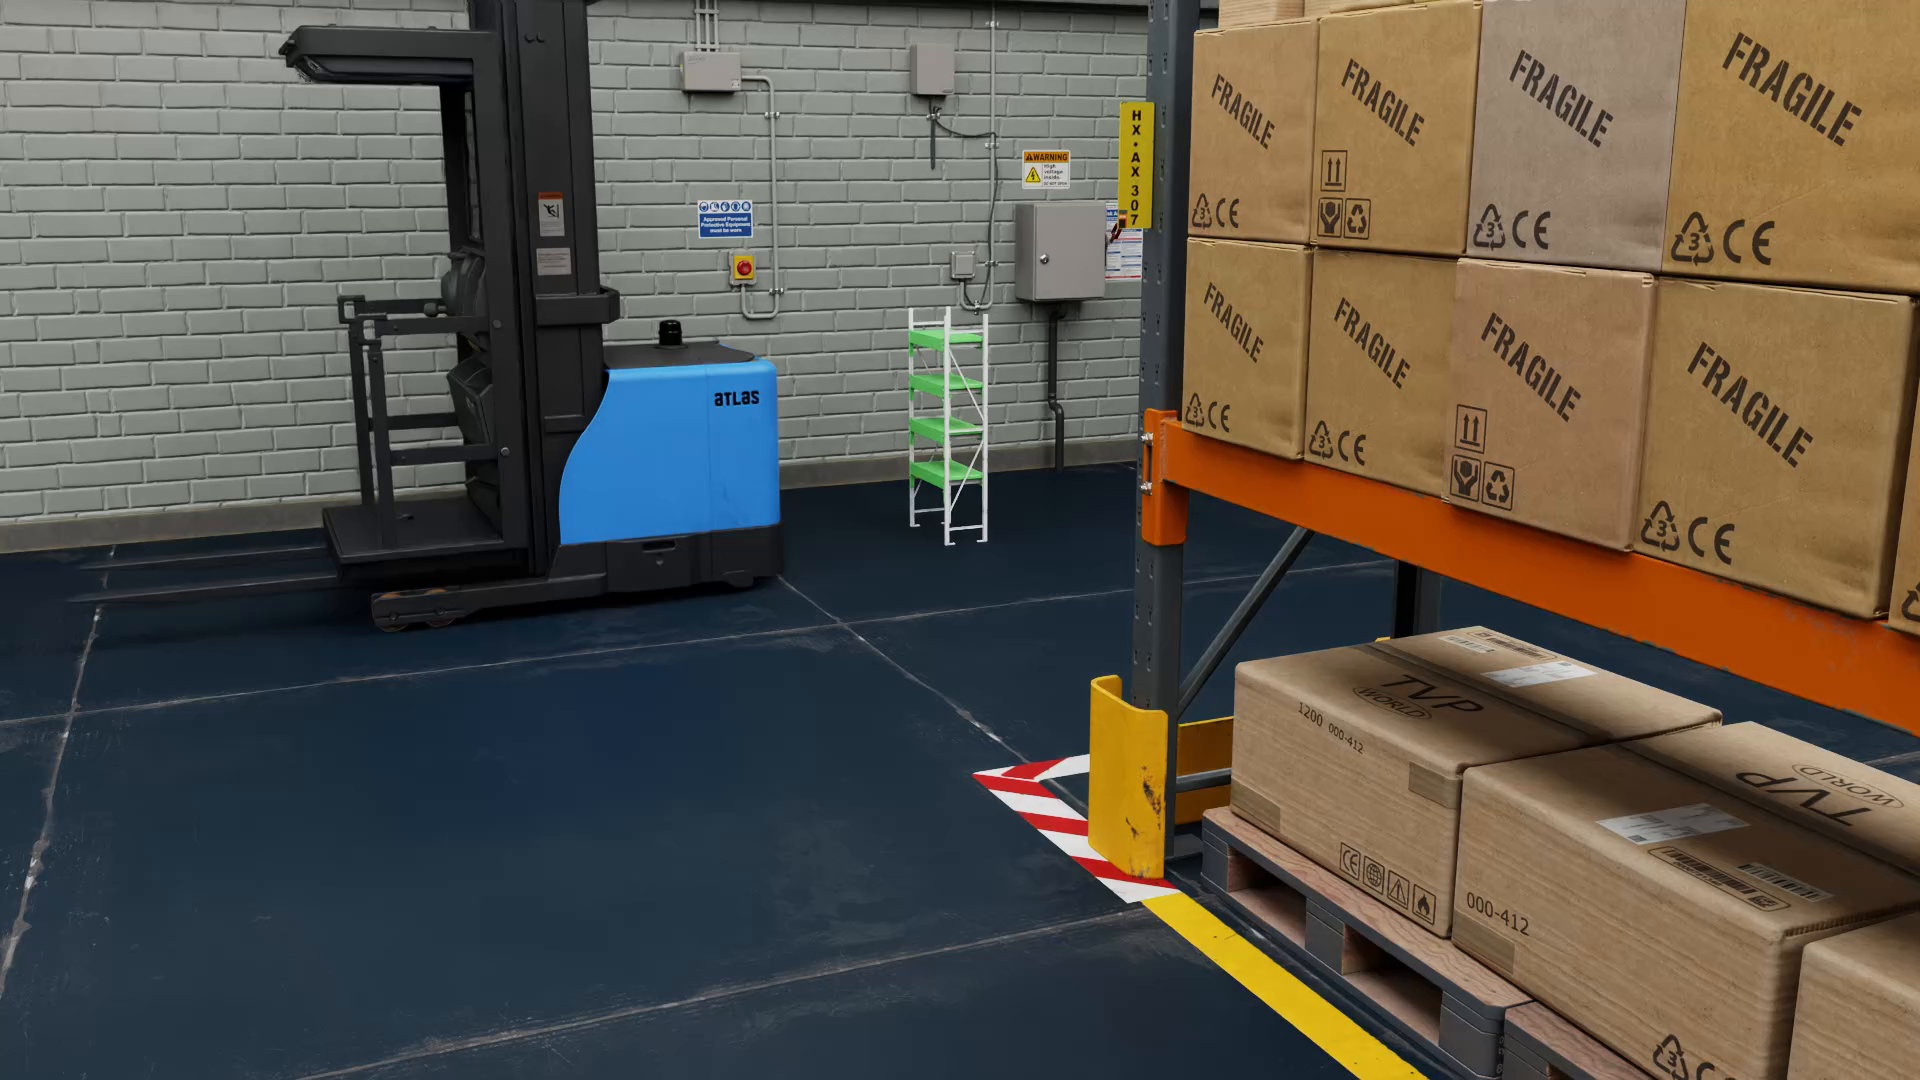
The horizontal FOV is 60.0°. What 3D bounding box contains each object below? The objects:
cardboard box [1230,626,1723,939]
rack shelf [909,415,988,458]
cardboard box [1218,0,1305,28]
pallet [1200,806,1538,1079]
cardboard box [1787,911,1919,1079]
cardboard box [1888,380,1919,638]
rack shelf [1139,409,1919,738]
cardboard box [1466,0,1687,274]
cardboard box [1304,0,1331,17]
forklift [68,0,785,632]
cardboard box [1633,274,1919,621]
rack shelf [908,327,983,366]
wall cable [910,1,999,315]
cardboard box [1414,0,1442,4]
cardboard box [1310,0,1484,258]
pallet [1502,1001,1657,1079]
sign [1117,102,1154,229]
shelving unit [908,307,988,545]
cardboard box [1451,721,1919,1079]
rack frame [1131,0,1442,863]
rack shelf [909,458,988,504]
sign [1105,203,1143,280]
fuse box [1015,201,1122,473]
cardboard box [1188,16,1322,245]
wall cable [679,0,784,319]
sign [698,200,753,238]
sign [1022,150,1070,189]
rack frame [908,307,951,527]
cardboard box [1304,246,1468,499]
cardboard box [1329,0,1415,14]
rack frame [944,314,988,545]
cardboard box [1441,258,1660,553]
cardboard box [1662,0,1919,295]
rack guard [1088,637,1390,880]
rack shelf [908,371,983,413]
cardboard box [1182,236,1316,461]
[{"bbox_3d":[1.331,0.594,4.403,0.875,0.438,0.875,-6,14,-25],"label":"cardboard box"},{"bbox_3d":[-0.066,-0.557,8.897,0.258,0.148,0.480,-6,14,-23],"label":"rack shelf"},{"bbox_3d":[0.864,-1.331,4.089,0.380,0.149,0.250,-5,14,-22],"label":"cardboard box"},{"bbox_3d":[1.367,0.940,4.342,1.003,0.211,1.213,-6,14,-23],"label":"pallet"},{"bbox_3d":[2.065,0.969,2.783,0.875,0.438,0.875,-6,14,-25],"label":"cardboard box"},{"bbox_3d":[1.732,-0.081,2.344,0.500,0.500,0.500,-6,14,-24],"label":"cardboard box"},{"bbox_3d":[1.777,0.187,3.007,1.077,0.370,4.000,-6,14,-23],"label":"rack shelf"},{"bbox_3d":[1.333,-0.776,3.133,0.500,0.500,0.500,-6,14,-23],"label":"cardboard box"},{"bbox_3d":[1.034,-1.283,3.883,0.380,0.149,0.250,-5,14,-22],"label":"cardboard box"},{"bbox_3d":[-2.398,-1.166,7.409,3.031,2.935,1.130,-6,14,-24],"label":"forklift"},{"bbox_3d":[1.536,-0.190,2.817,0.500,0.500,0.500,-5,14,-21],"label":"cardboard box"},{"bbox_3d":[-0.066,-1.024,8.789,0.258,0.148,0.480,-6,14,-23],"label":"rack shelf"},{"bbox_3d":[-0.010,-2.365,10.185,0.588,1.984,0.122,-6,14,-23],"label":"wall cable"},{"bbox_3d":[1.155,-1.166,3.378,0.380,0.149,0.250,-6,14,-25],"label":"cardboard box"},{"bbox_3d":[1.120,-0.882,3.589,0.500,0.500,0.500,-6,14,-24],"label":"cardboard box"},{"bbox_3d":[1.852,1.191,3.255,1.003,0.211,1.213,-6,14,-23],"label":"pallet"},{"bbox_3d":[0.465,-0.989,4.393,0.100,0.325,0.005,-6,14,-23],"label":"sign"},{"bbox_3d":[-0.066,-0.619,8.882,0.258,1.200,0.503,-6,14,-23],"label":"shelving unit"},{"bbox_3d":[1.706,0.782,3.589,0.875,0.438,0.875,-5,14,-21],"label":"cardboard box"},{"bbox_3d":[0.975,-0.577,4.711,1.000,3.000,0.127,-6,14,-23],"label":"rack frame"},{"bbox_3d":[-0.066,-0.323,8.951,0.258,0.148,0.480,-6,14,-23],"label":"rack shelf"},{"bbox_3d":[1.048,-1.941,10.814,0.329,0.494,0.001,-6,14,-23],"label":"sign"},{"bbox_3d":[0.678,-1.272,10.570,0.539,1.711,0.414,-6,14,-23],"label":"fuse box"},{"bbox_3d":[0.907,-0.988,4.048,0.500,0.500,0.500,-6,14,-24],"label":"cardboard box"},{"bbox_3d":[-1.305,-2.250,9.618,0.585,1.953,0.123,-6,14,-23],"label":"wall cable"},{"bbox_3d":[-1.373,-1.880,9.741,0.327,0.218,0.001,-6,14,-23],"label":"sign"},{"bbox_3d":[0.545,-2.340,10.495,0.339,0.242,0.001,-6,14,-23],"label":"sign"},{"bbox_3d":[-0.164,-0.669,9.100,0.240,1.200,0.015,-6,14,-23],"label":"rack frame"},{"bbox_3d":[1.133,-0.399,3.719,0.500,0.500,0.500,-6,14,-24],"label":"cardboard box"},{"bbox_3d":[1.033,-1.219,3.606,0.380,0.149,0.250,-5,14,-21],"label":"cardboard box"},{"bbox_3d":[0.031,-0.568,8.665,0.240,1.200,0.015,-6,14,-23],"label":"rack frame"},{"bbox_3d":[1.320,-0.292,3.258,0.500,0.500,0.500,-6,14,-23],"label":"cardboard box"},{"bbox_3d":[1.534,-0.673,2.688,0.500,0.500,0.500,-6,14,-23],"label":"cardboard box"},{"bbox_3d":[0.966,0.636,5.015,1.175,0.500,0.348,-6,14,-23],"label":"rack guard"},{"bbox_3d":[-0.066,-0.790,8.843,0.258,0.148,0.480,-6,14,-23],"label":"rack shelf"},{"bbox_3d":[0.905,-0.501,4.159,0.500,0.500,0.500,-6,14,-23],"label":"cardboard box"}]
